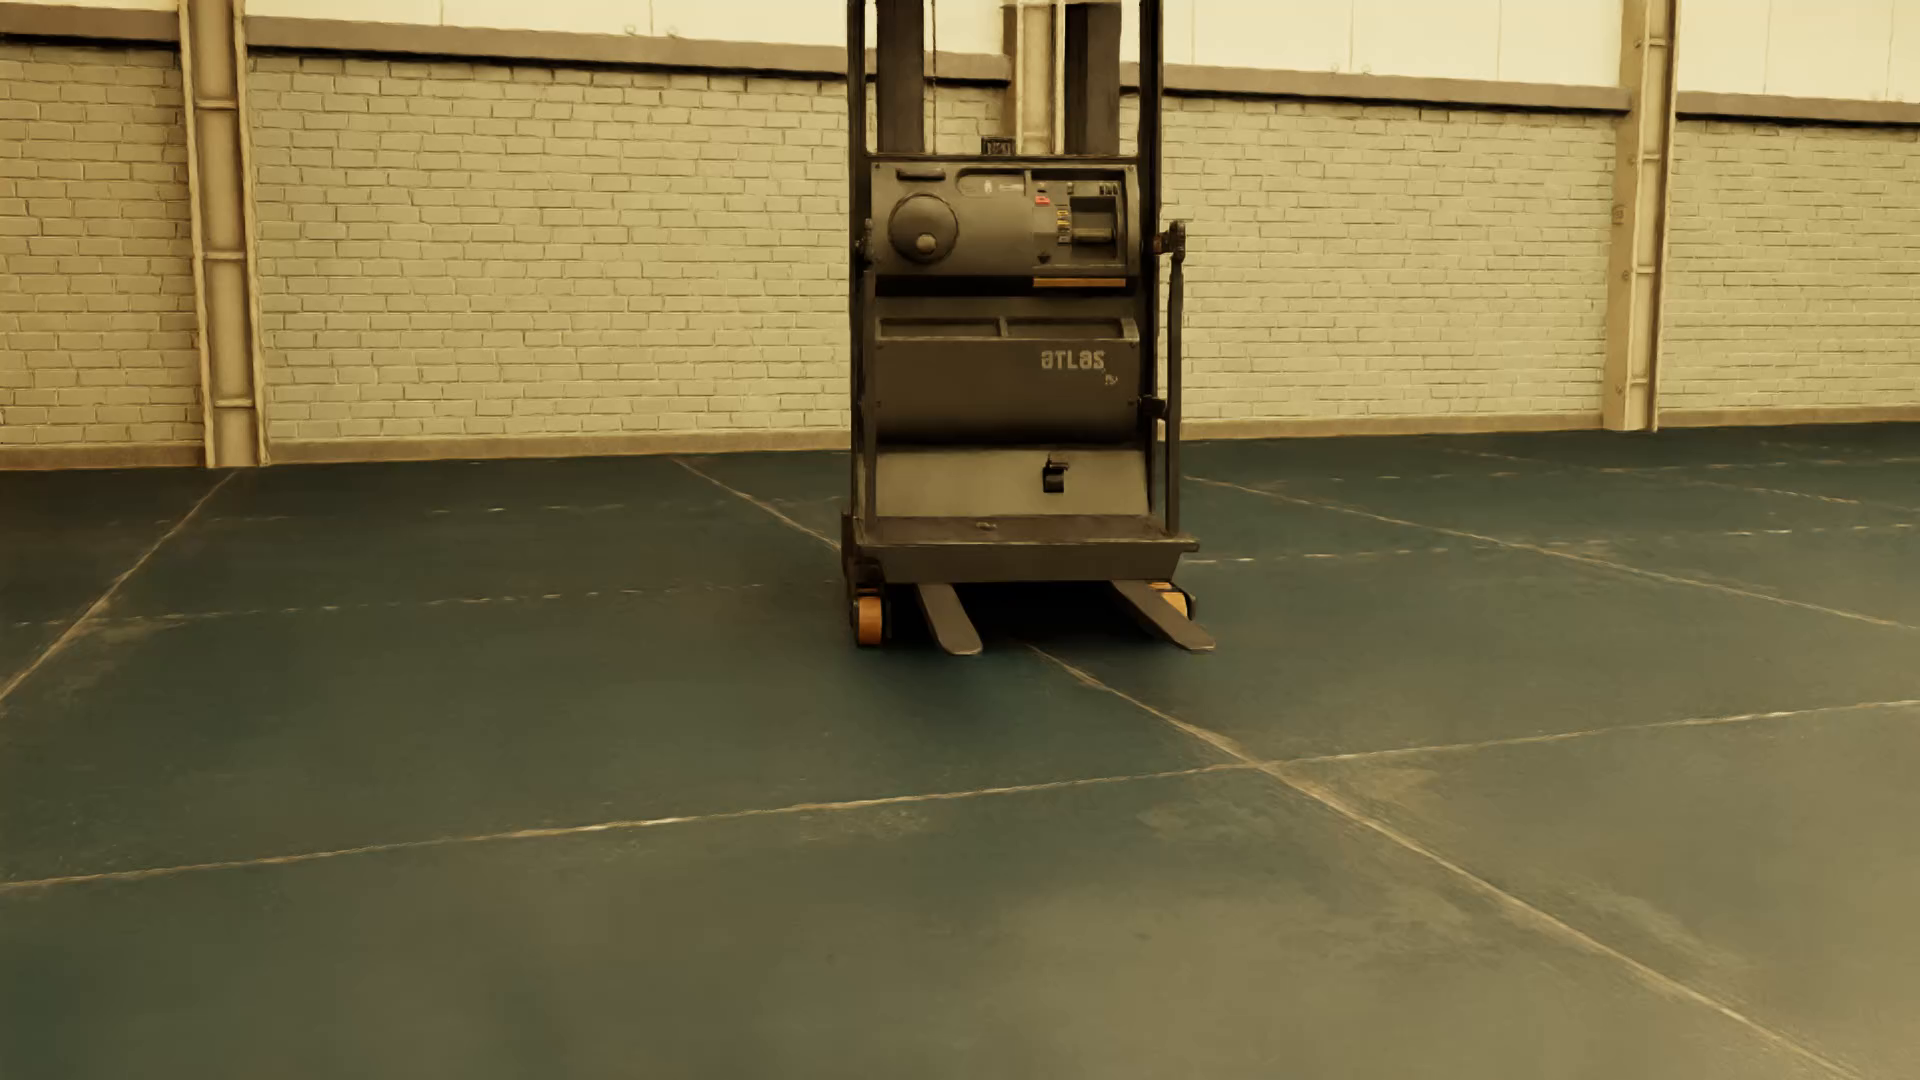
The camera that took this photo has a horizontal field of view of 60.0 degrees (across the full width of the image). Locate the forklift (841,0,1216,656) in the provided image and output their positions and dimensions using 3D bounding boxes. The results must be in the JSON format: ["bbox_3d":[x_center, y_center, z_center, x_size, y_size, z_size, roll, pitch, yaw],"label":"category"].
[{"bbox_3d":[0.178,-1.155,5.536,1.130,2.935,3.031,-1,8,-5],"label":"forklift"}]
